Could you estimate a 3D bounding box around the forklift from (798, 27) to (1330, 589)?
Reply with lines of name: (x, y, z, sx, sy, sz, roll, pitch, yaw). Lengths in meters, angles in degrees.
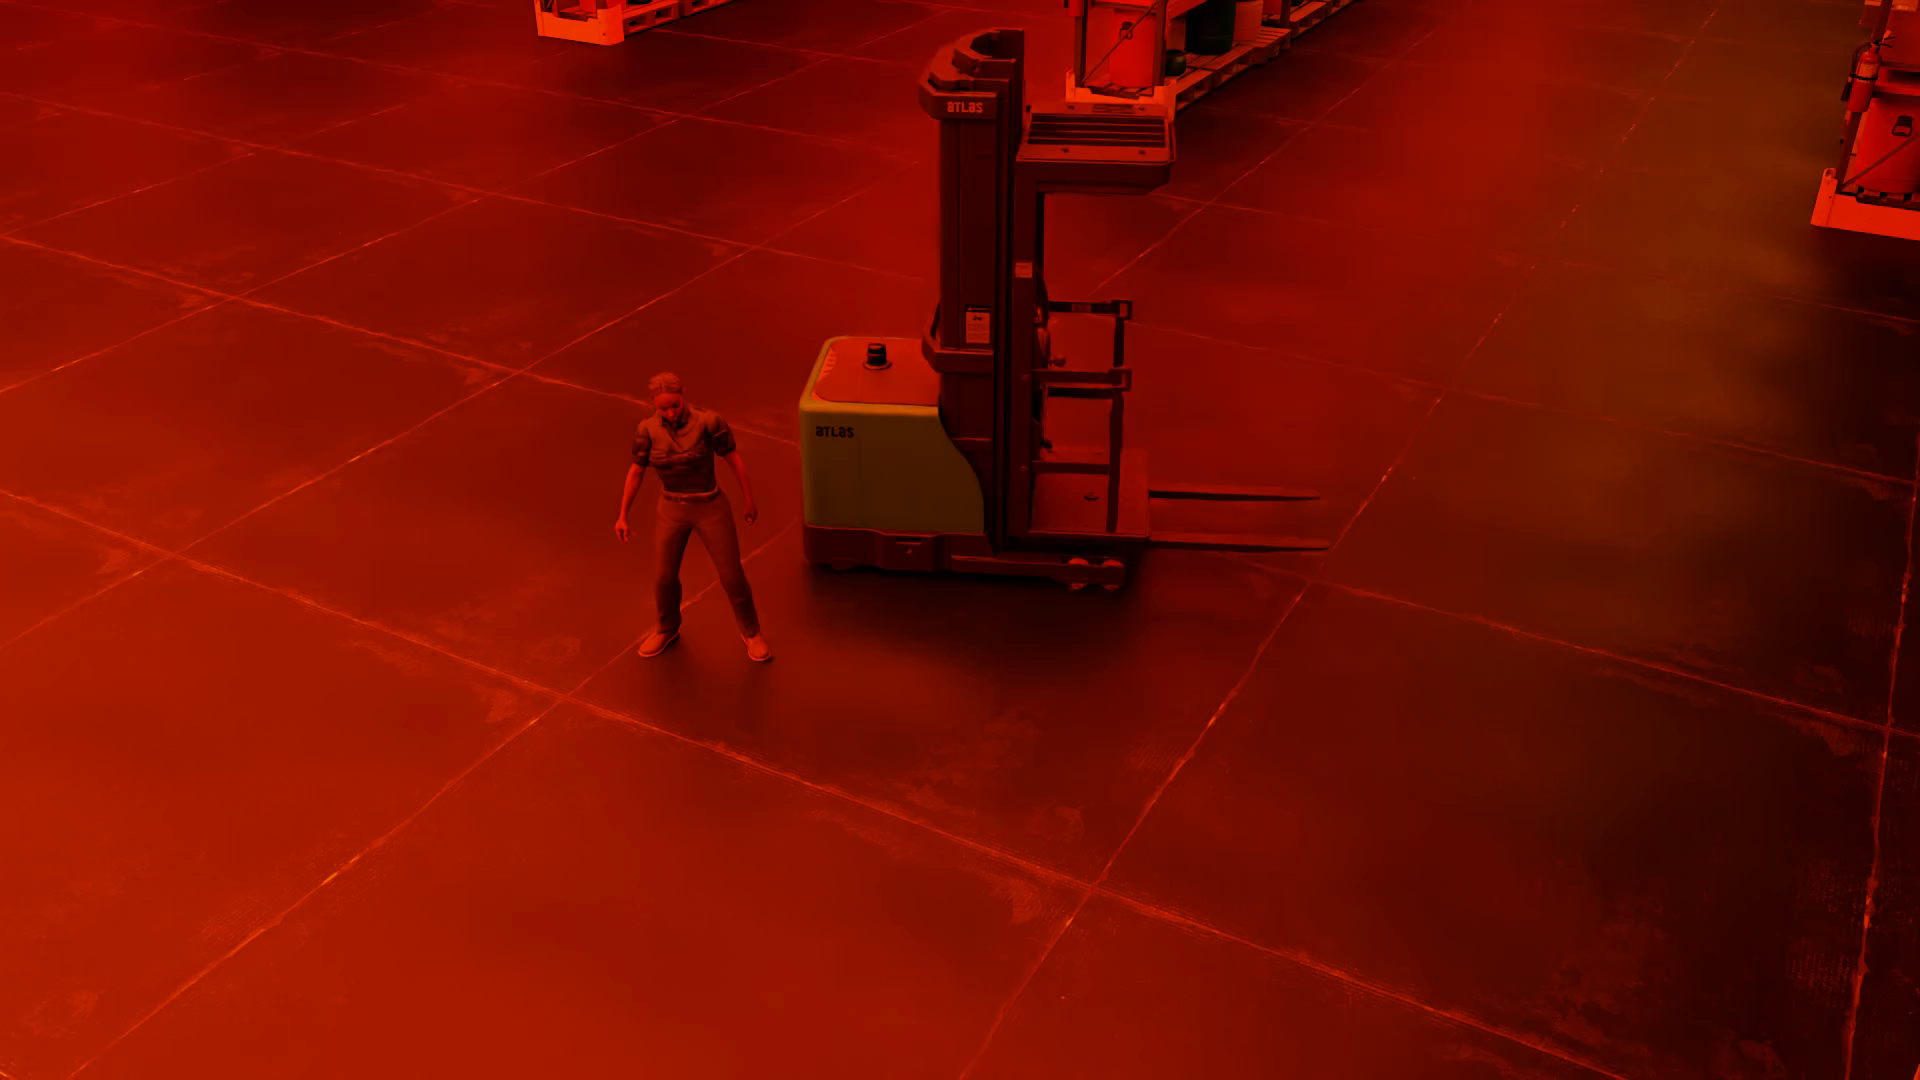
forklift: (0.634, -1.267, 9.266, 3.031, 2.935, 1.130, 3, 30, 5)

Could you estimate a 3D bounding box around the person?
person: (-1.388, -0.131, 8.609, 0.757, 1.637, 0.304, 2, 30, 3)
